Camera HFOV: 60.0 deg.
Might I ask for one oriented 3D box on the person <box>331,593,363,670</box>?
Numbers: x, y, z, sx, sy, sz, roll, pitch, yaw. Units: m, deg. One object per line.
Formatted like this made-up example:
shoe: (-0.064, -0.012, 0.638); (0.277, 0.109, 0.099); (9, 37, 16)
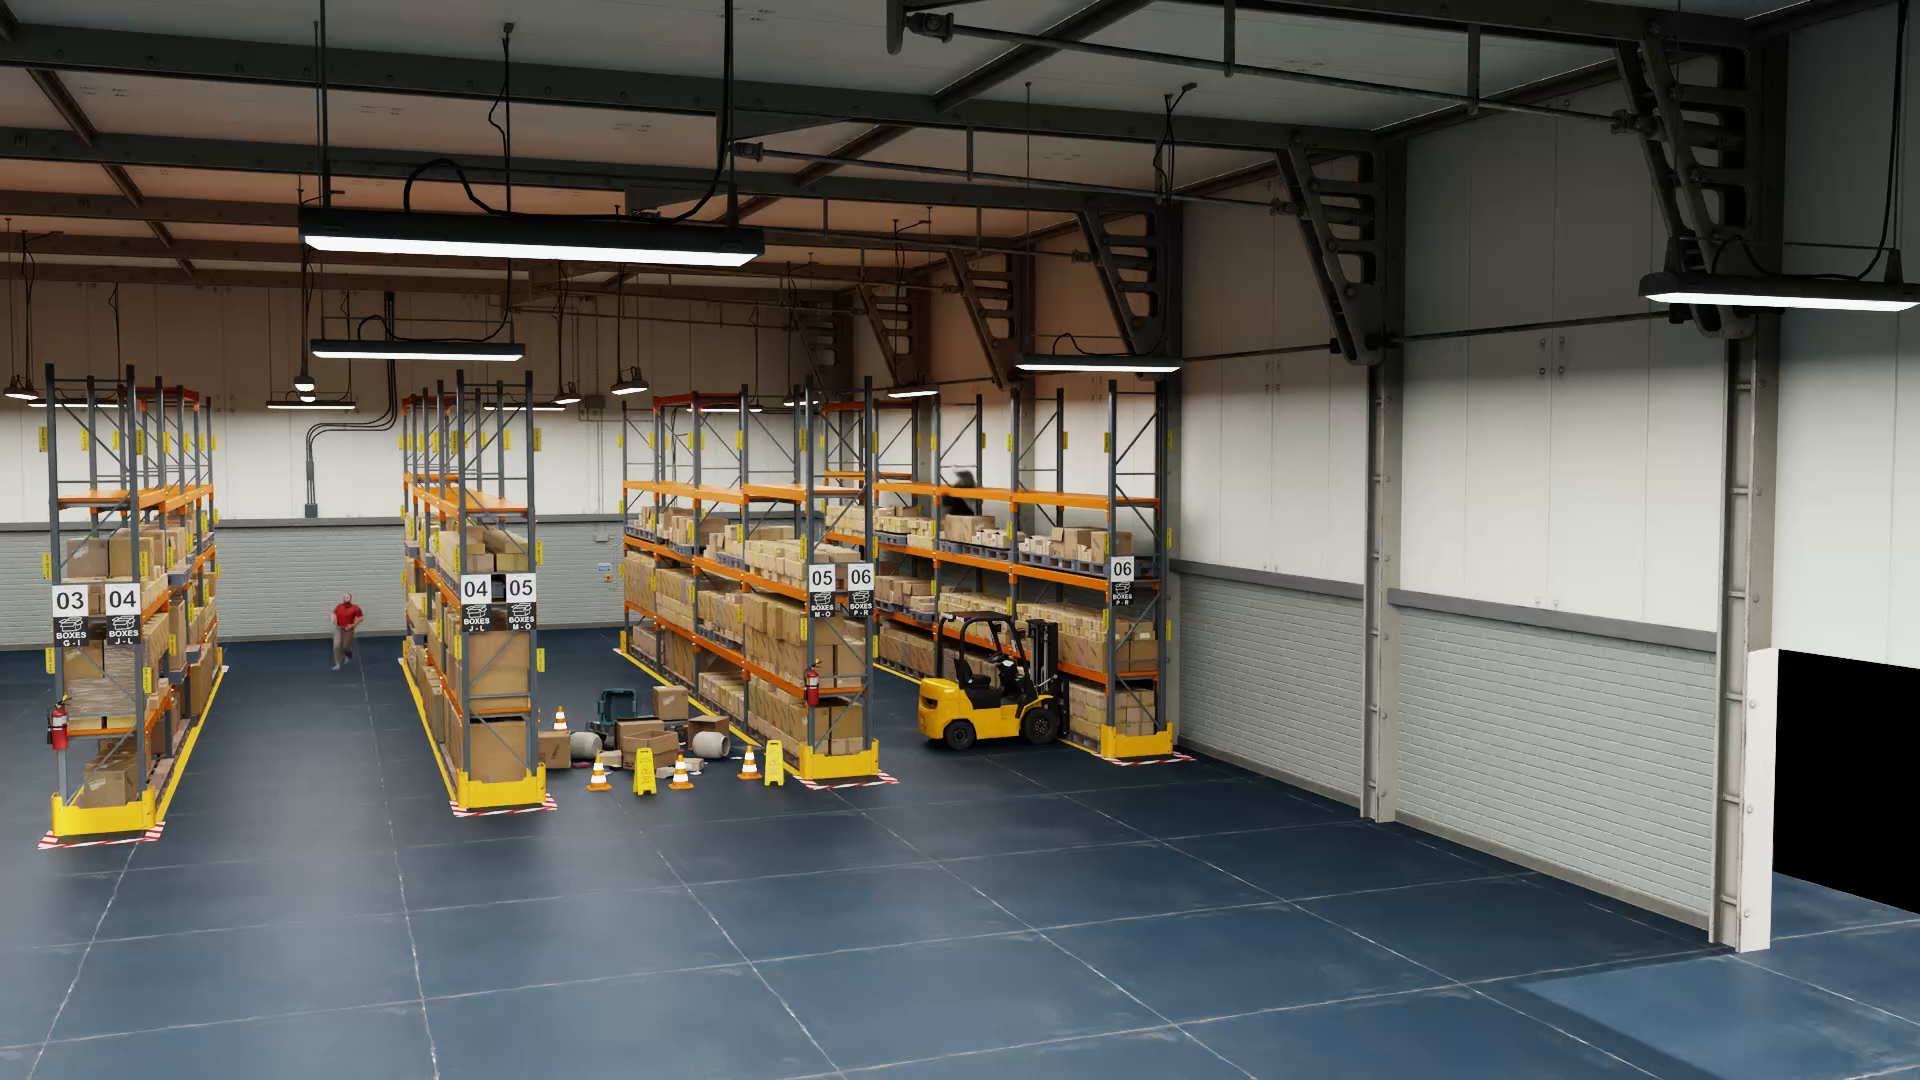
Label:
person: (-13.627, 2.019, 36.981); (0.702, 1.679, 0.669); (0, 3, 4)
